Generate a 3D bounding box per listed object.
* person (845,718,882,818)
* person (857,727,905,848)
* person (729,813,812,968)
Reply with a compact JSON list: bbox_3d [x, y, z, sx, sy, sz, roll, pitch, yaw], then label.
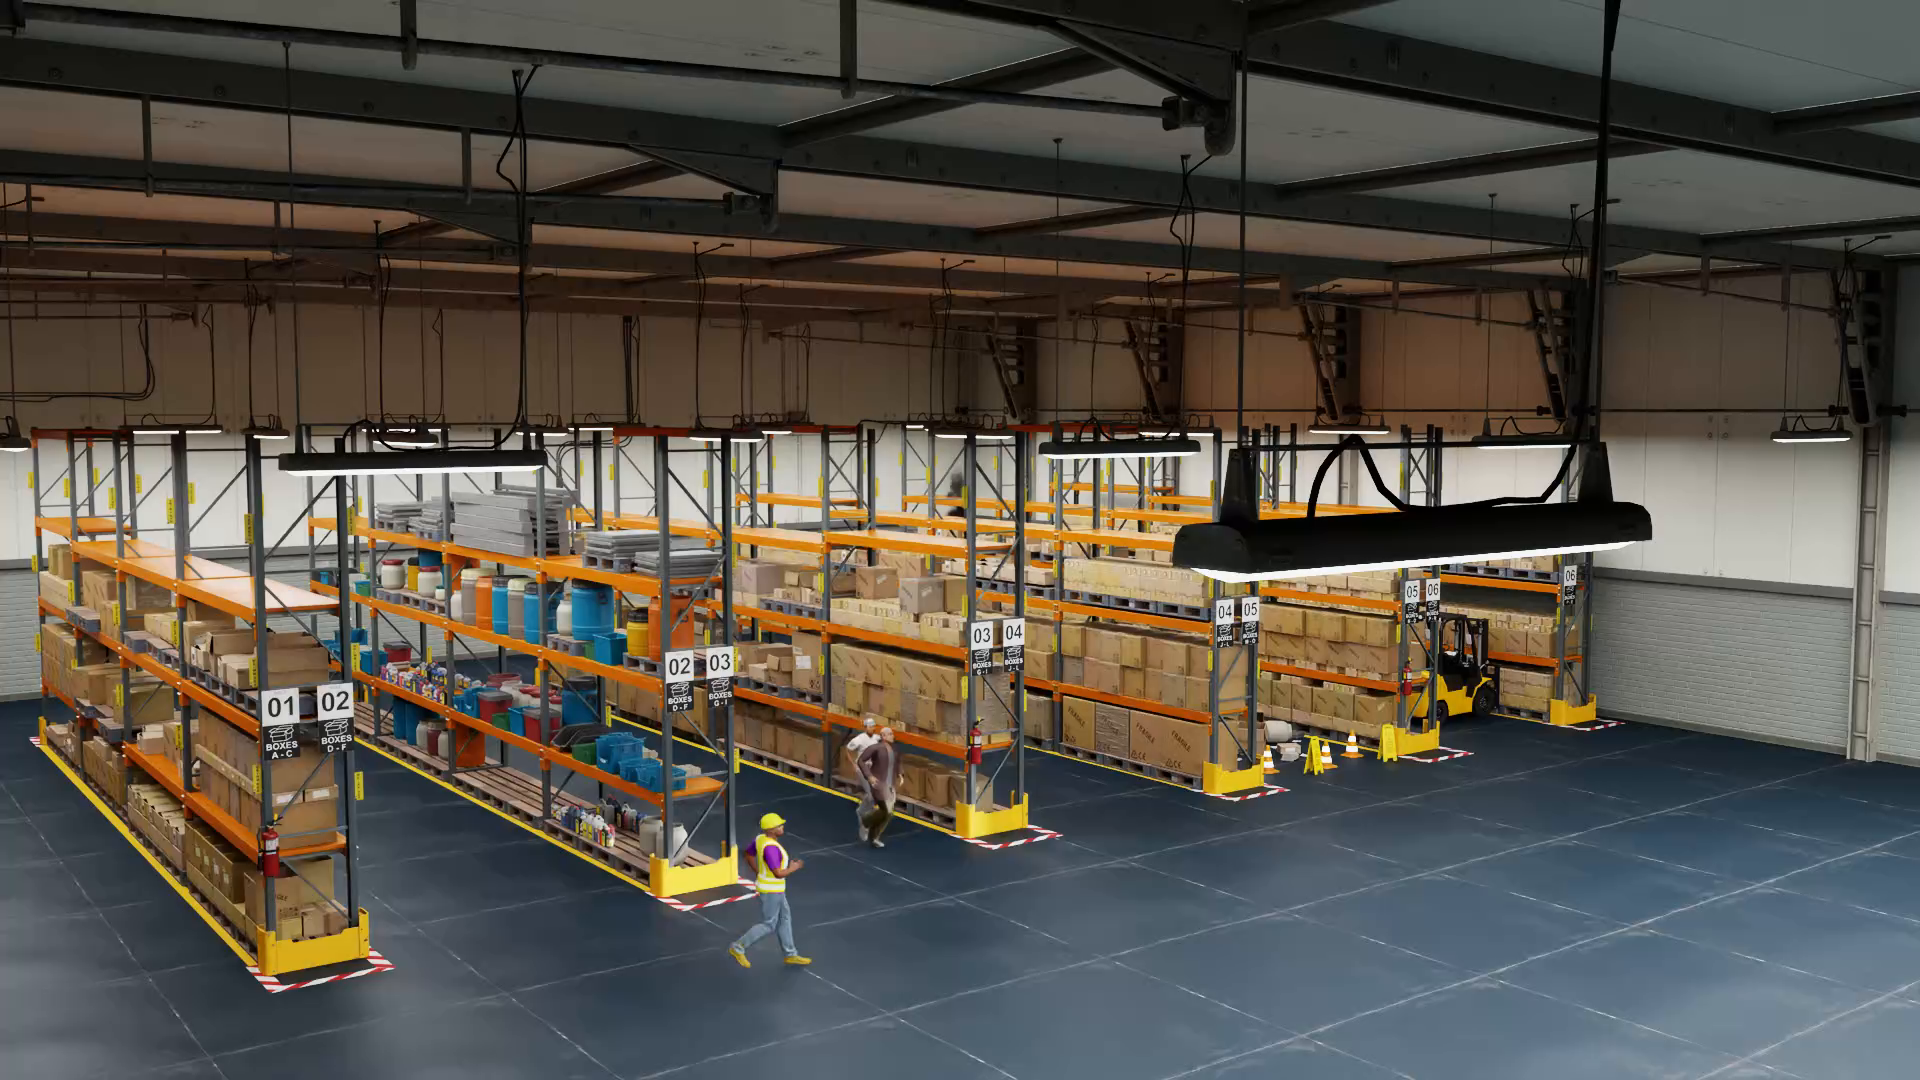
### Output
[{"bbox_3d":[-1.362,3.525,25.218,0.589,1.645,0.645,-4,6,-41],"label":"person"},{"bbox_3d":[-1.095,3.584,24.214,0.580,1.722,0.730,4,6,39],"label":"person"},{"bbox_3d":[-2.126,3.949,18.734,0.912,1.756,0.723,-1,5,-14],"label":"person"}]
